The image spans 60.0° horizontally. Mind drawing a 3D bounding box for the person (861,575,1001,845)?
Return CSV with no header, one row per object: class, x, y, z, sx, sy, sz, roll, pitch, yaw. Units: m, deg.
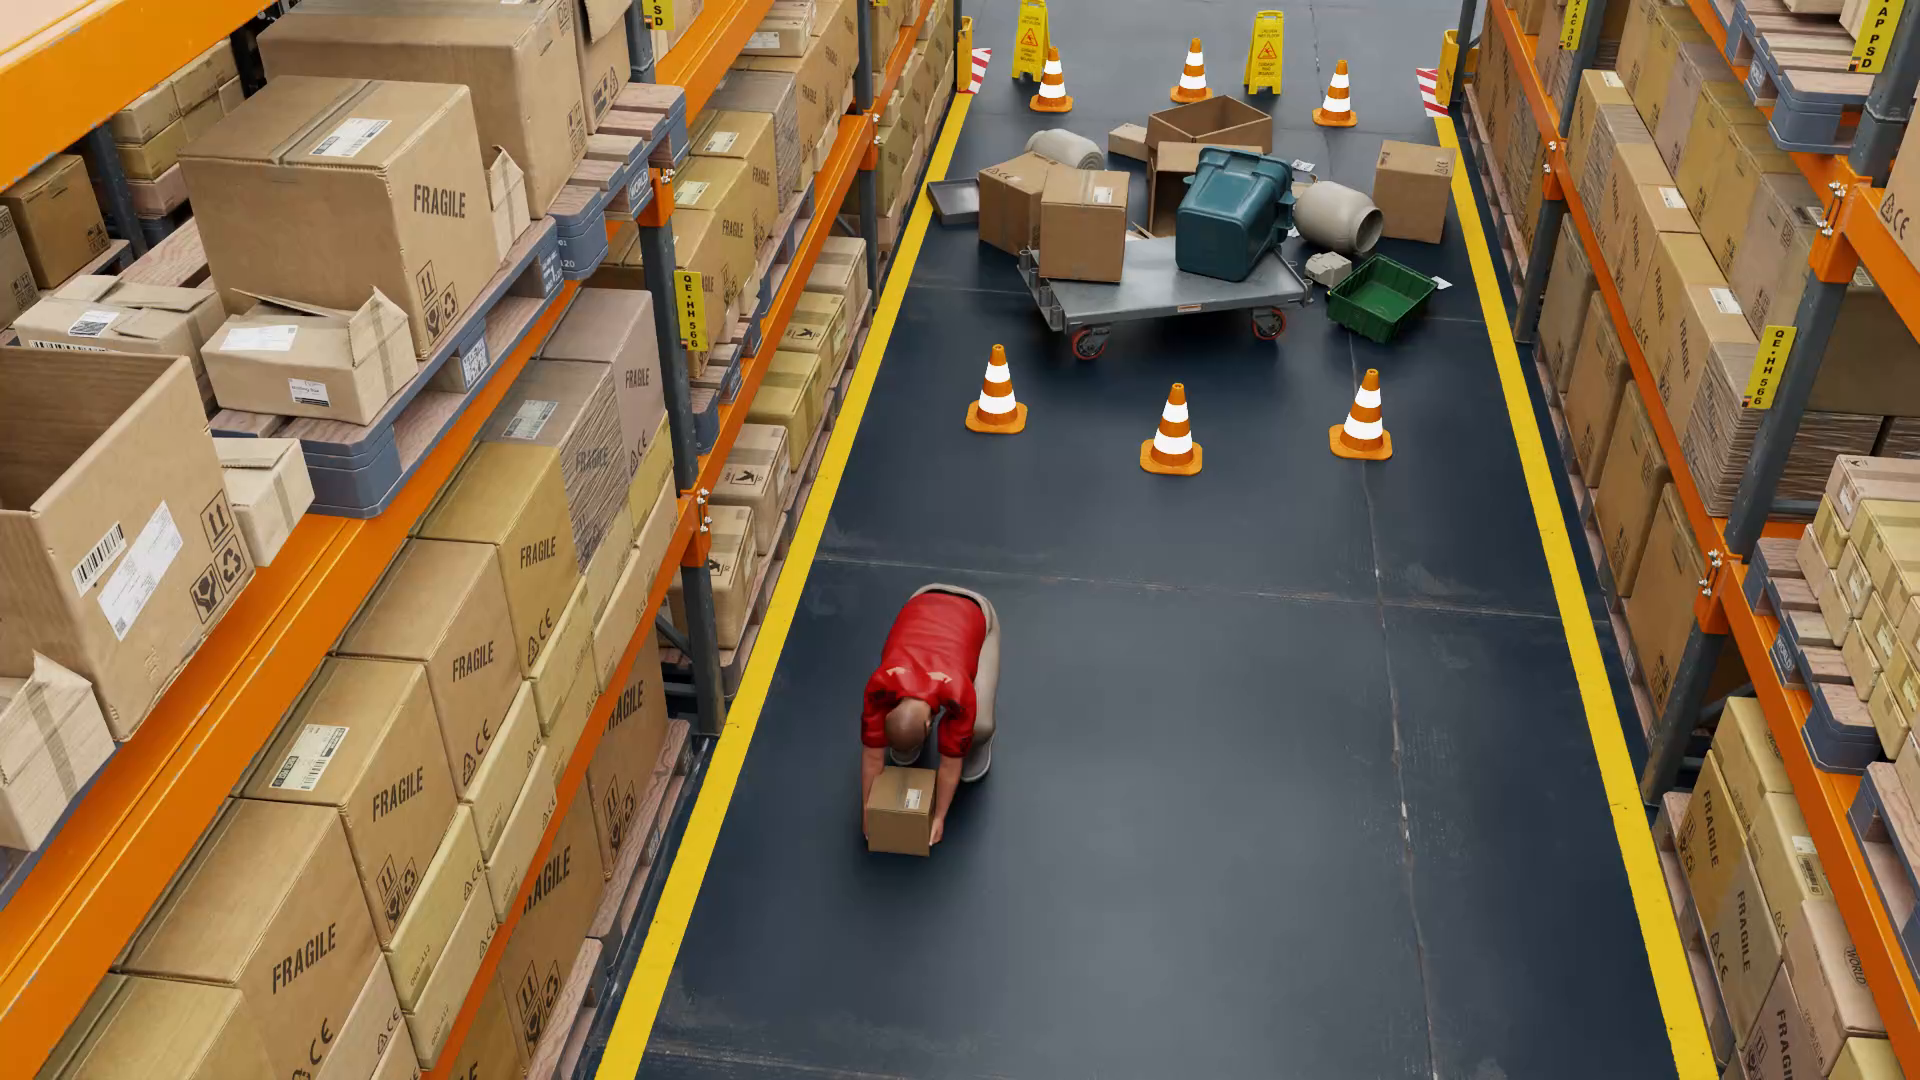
person,-0.117,0.688,6.877,0.544,0.855,0.957,10,37,14
